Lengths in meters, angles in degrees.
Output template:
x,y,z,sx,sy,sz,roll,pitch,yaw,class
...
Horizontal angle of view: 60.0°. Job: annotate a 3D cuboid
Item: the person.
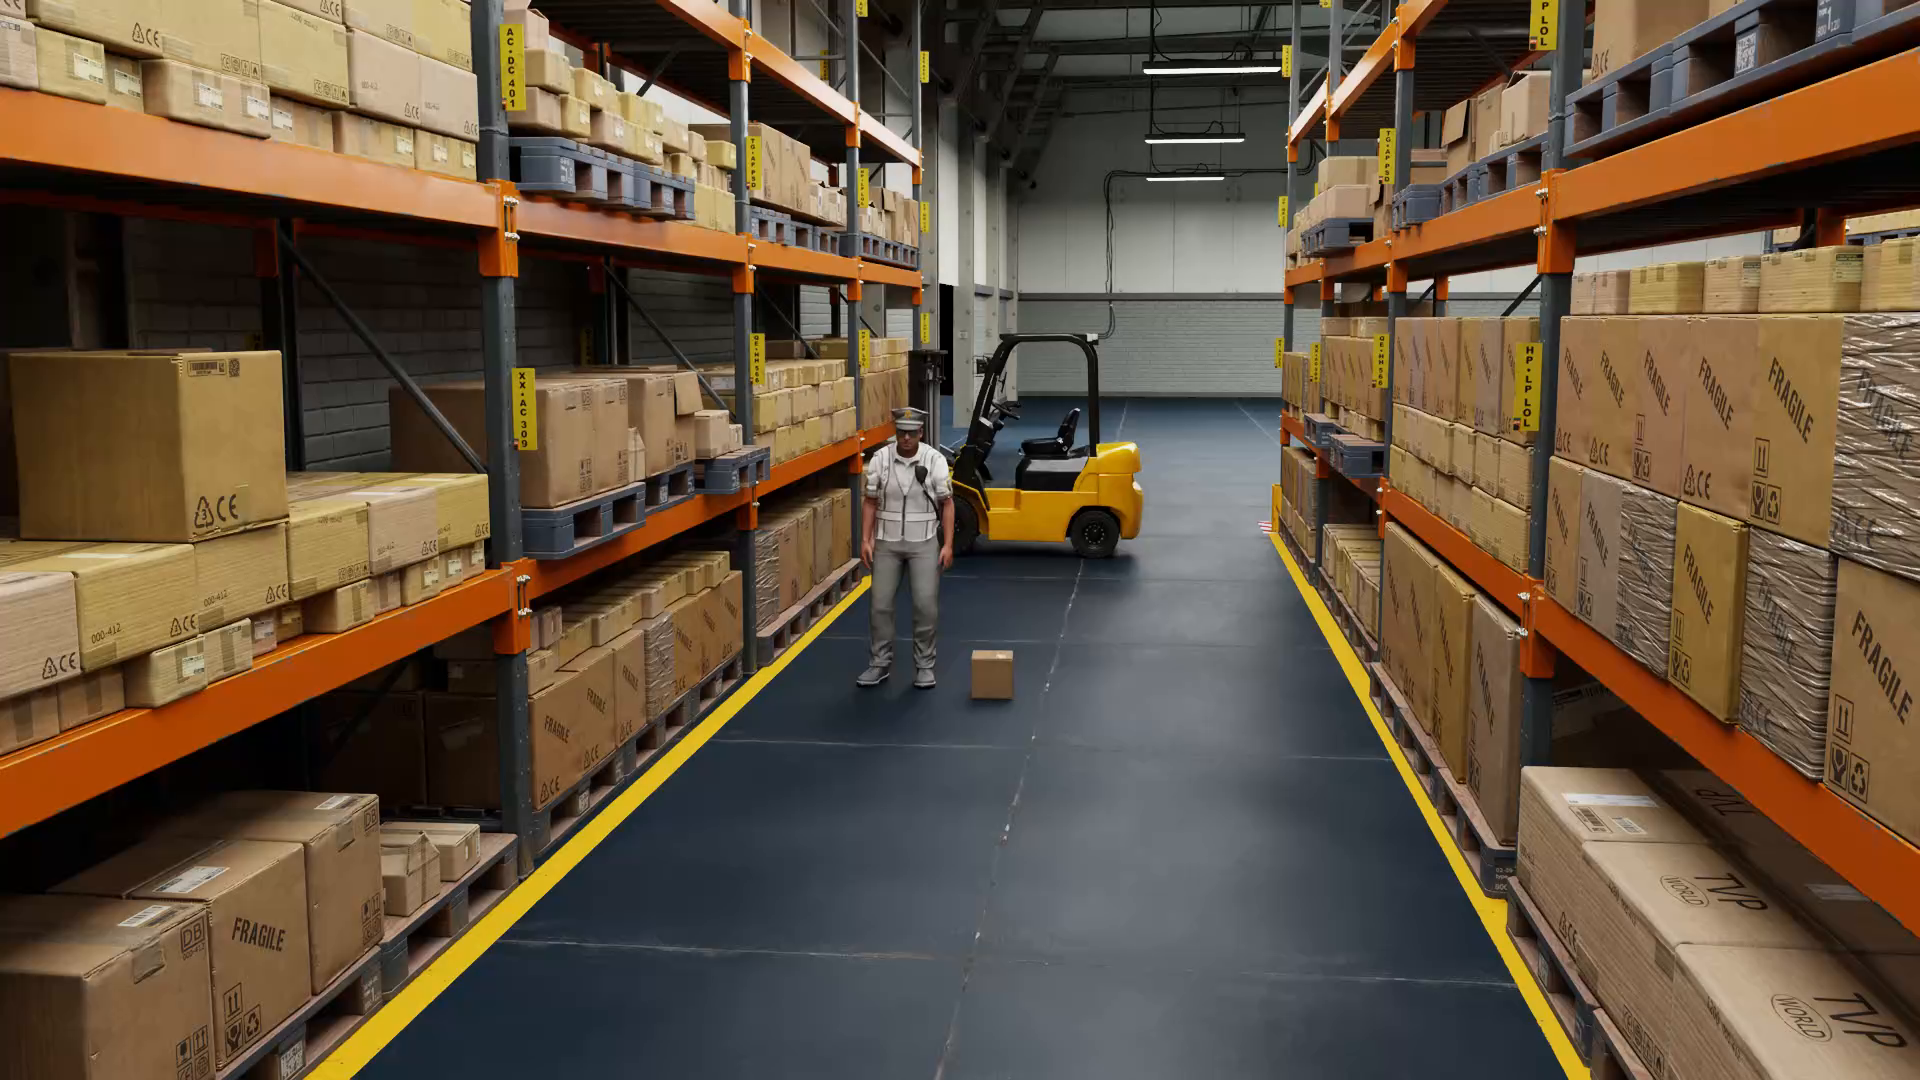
x,y,z,sx,sy,sz,roll,pitch,yaw,class
-0.395,0.040,10.448,0.500,1.750,0.329,1,8,7,person
